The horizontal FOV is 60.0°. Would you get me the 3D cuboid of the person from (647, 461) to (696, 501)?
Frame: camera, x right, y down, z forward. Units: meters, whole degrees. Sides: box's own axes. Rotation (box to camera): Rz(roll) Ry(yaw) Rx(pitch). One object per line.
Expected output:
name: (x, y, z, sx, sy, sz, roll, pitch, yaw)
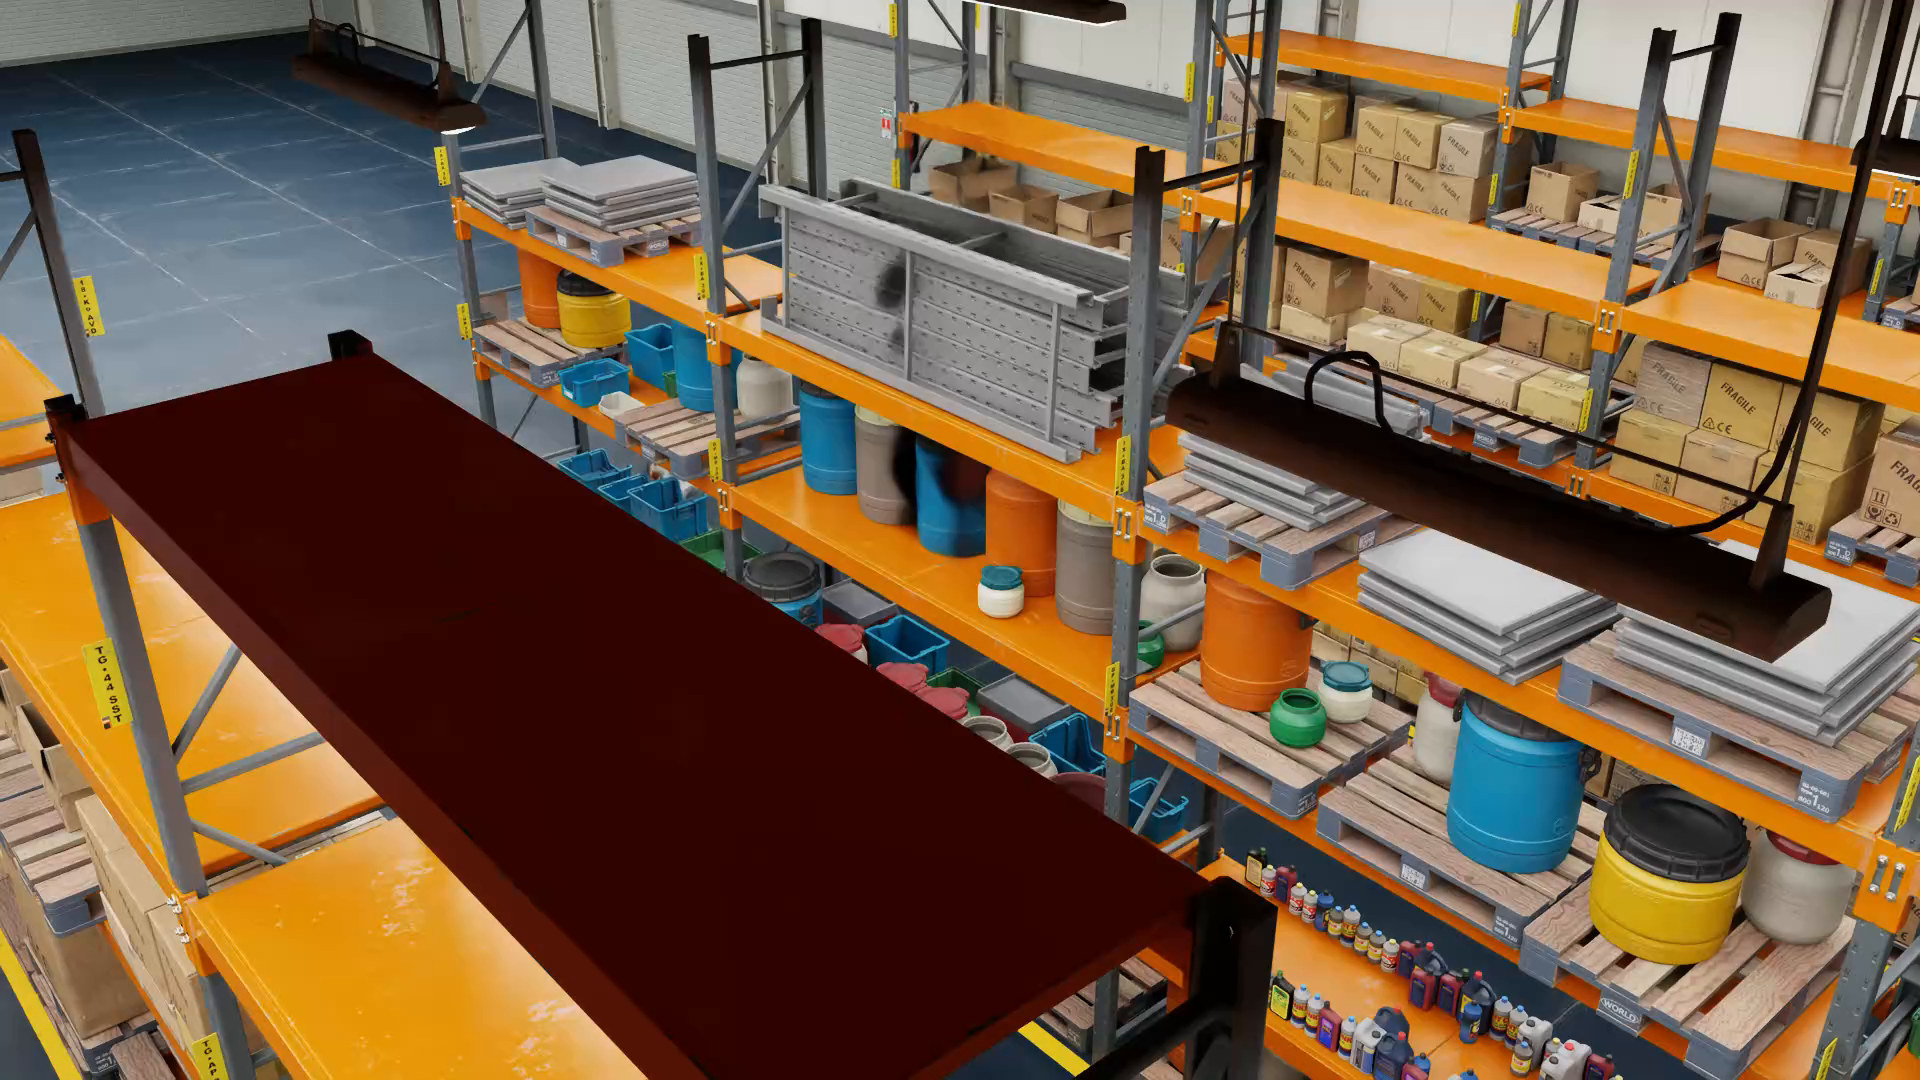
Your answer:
person: (-2.911, -0.567, 16.901, 0.549, 1.625, 0.642, 14, 30, 25)
